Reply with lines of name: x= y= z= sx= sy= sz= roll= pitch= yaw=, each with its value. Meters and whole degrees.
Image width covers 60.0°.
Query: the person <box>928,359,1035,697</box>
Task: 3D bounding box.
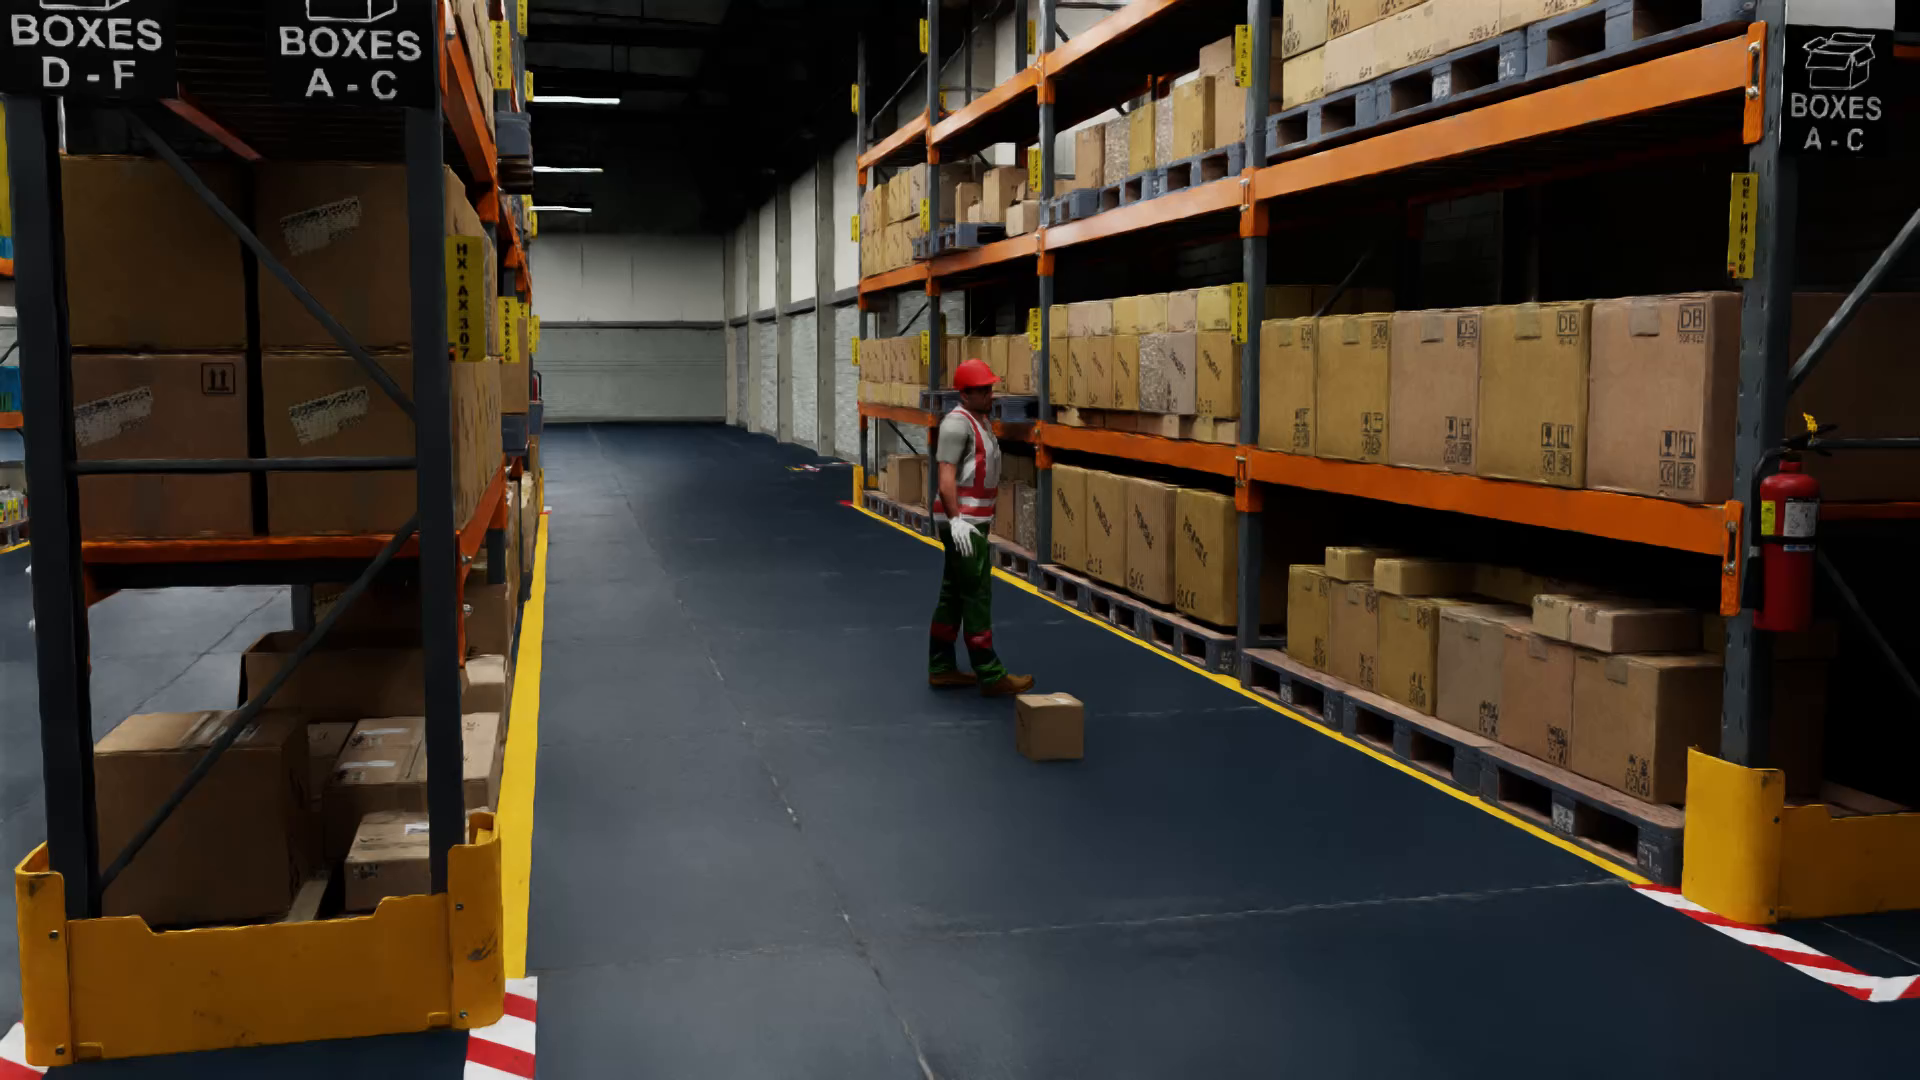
person: x=0.096 y=-0.068 z=8.860 sx=0.617 sy=1.785 sz=0.684 roll=1 pitch=6 yaw=13
